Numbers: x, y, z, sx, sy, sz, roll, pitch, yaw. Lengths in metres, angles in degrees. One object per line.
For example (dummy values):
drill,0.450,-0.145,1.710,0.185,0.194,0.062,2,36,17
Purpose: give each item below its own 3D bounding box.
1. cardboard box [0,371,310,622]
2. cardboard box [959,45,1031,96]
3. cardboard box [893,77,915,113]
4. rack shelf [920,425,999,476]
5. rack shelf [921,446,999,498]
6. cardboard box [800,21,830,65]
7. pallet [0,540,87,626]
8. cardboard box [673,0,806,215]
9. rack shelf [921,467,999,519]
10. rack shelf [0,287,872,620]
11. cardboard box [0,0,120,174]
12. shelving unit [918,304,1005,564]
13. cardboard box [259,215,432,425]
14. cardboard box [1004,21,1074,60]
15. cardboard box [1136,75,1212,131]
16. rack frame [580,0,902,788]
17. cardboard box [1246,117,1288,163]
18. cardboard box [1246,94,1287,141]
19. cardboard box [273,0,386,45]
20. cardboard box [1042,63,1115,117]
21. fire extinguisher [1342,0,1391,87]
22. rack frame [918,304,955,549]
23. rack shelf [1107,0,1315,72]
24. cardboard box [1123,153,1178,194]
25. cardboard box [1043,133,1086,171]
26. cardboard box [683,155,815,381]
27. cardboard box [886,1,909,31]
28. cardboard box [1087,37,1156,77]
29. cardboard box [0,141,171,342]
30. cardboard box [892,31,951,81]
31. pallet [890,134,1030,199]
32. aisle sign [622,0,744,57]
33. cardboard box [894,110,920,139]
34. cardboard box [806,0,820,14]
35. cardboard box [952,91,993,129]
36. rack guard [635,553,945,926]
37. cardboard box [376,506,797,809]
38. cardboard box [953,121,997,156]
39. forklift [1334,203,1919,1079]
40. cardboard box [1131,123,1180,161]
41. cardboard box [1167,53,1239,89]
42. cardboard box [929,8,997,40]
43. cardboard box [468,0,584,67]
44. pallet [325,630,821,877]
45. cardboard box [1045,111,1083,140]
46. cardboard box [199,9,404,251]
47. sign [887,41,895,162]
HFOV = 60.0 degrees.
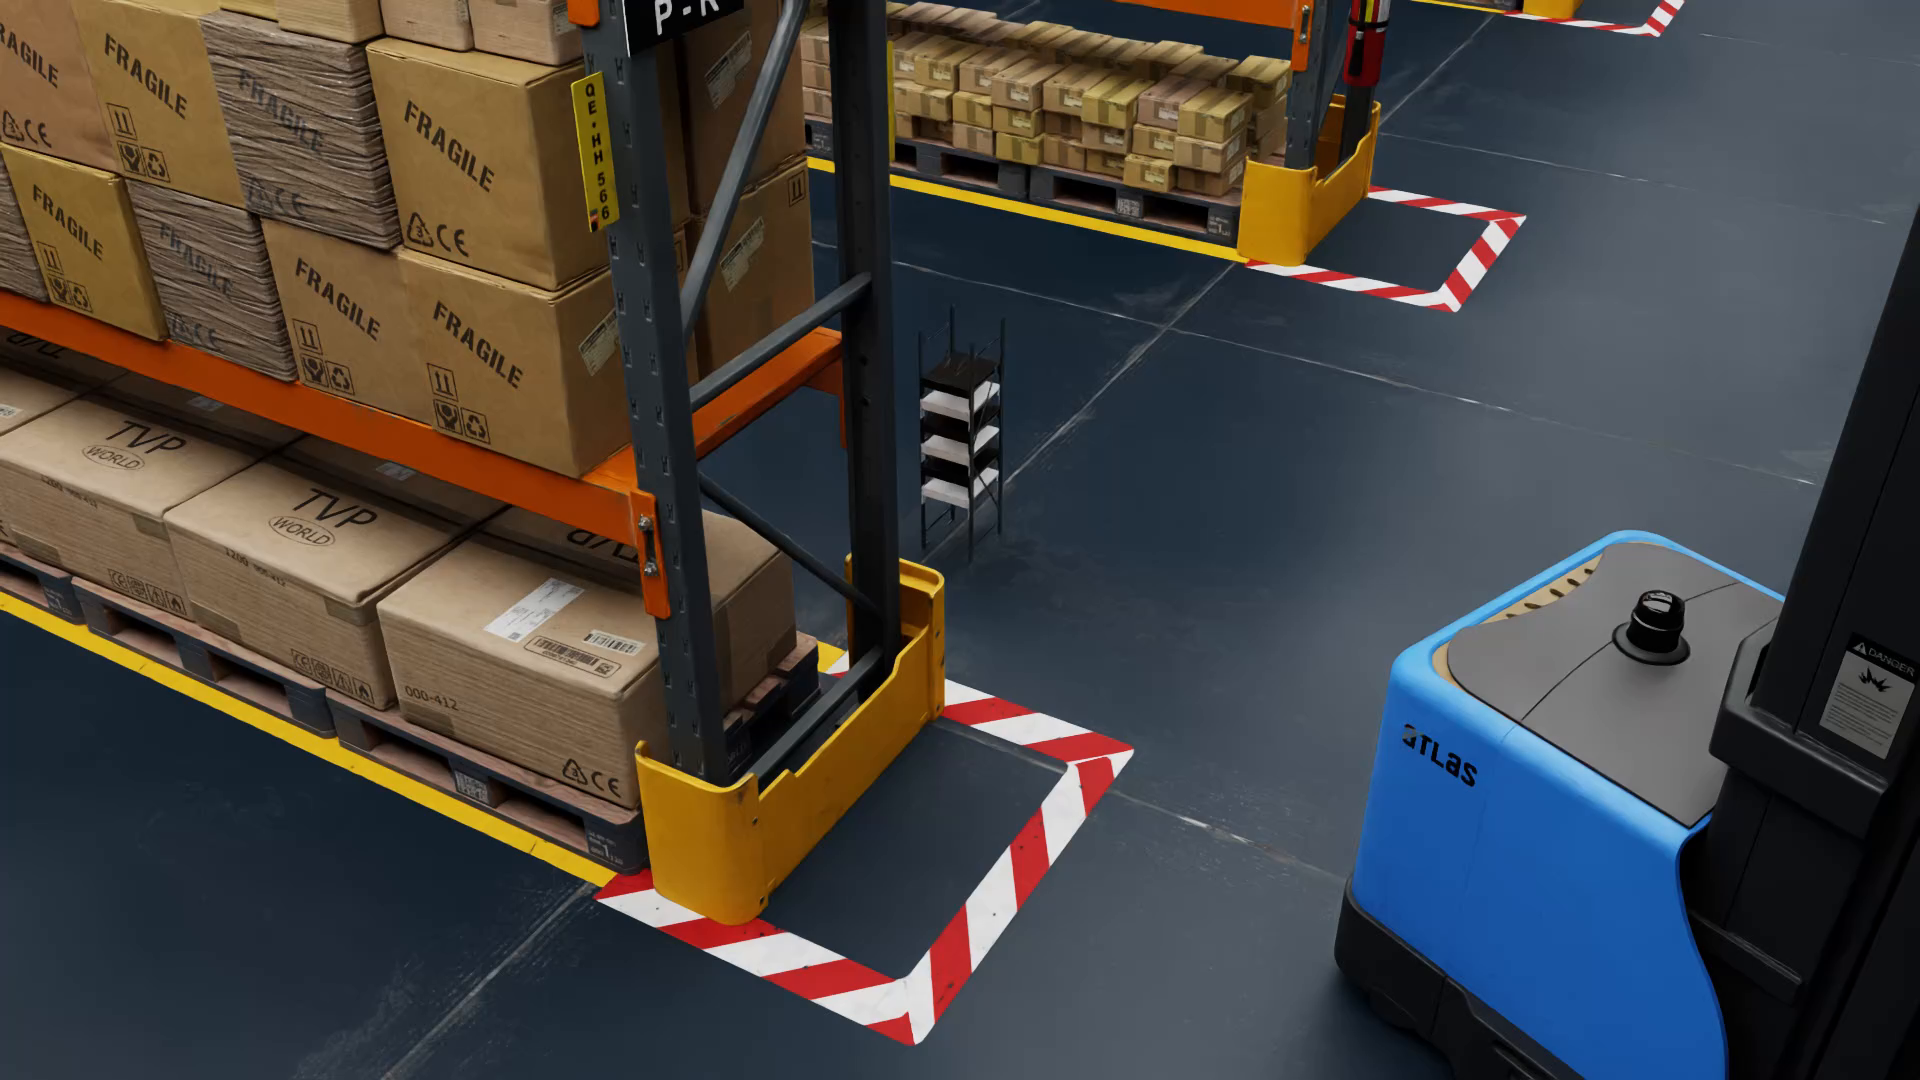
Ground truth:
cardboard box,-2.688,-0.232,5.825,0.875,0.438,0.875,16,37,23
cardboard box,0.193,-2.545,9.021,0.250,0.149,0.380,16,37,23
cardboard box,-0.292,-2.524,9.258,0.250,0.149,0.380,17,37,24
rack shelf,0.007,-0.345,6.016,0.200,0.077,0.258,18,37,24
rack shelf,0.007,-0.270,6.066,0.200,0.077,0.258,18,37,24
cardboard box,-0.702,-2.834,9.456,0.250,0.149,0.380,17,37,23
pallet,-3.336,-0.186,6.340,1.213,0.211,1.003,18,37,24
cardboard box,-0.760,-1.221,4.385,0.500,0.500,0.500,17,37,23
rack shelf,0.007,-0.195,6.115,0.200,0.077,0.258,18,37,24
rack shelf,-2.221,-0.744,5.311,4.000,0.370,1.077,18,37,24
cardboard box,-2.353,-1.376,4.618,0.500,0.500,0.500,17,37,24
shelving unit,0.007,-0.372,5.997,0.210,0.900,0.258,18,37,24
cardboard box,-1.463,-0.686,4.484,0.500,0.500,0.500,17,37,23
cardboard box,0.445,-2.799,9.404,0.250,0.149,0.380,18,38,25
cardboard box,1.109,-2.260,8.594,0.250,0.149,0.380,18,38,25
rack frame,-0.485,-0.494,4.285,0.127,3.000,1.000,18,37,24
cardboard box,1.588,-2.190,9.026,0.250,0.149,0.380,18,38,25
cardboard box,1.556,-2.283,8.897,0.250,0.149,0.380,19,38,26
cardboard box,-1.394,-1.313,3.937,0.250,0.149,0.380,17,37,24
cardboard box,0.627,-2.372,8.762,0.250,0.149,0.380,16,37,23
fire extinguisher,1.873,-2.425,7.591,0.183,0.674,0.296,18,37,24
rack frame,-0.081,-0.400,6.039,0.006,0.900,0.240,18,37,24
rack shelf,0.147,-3.154,8.930,4.000,0.370,1.077,18,37,24
cardboard box,1.050,-1.958,8.678,0.250,0.149,0.380,19,38,26
cardboard box,0.642,-2.134,8.942,0.250,0.149,0.380,18,38,25
cardboard box,-0.759,-0.806,4.663,0.500,0.500,0.500,17,37,24
cardboard box,-0.503,-3.042,9.768,0.250,0.149,0.380,19,38,26
cardboard box,0.887,-2.624,9.141,0.250,0.149,0.380,16,37,22
cardboard box,-2.369,-0.959,4.893,0.500,0.500,0.500,19,38,26
cardboard box,-0.244,-2.690,9.239,0.250,0.149,0.380,16,37,22
pallet,0.075,-2.340,9.574,1.213,0.211,1.003,18,37,24
aisle sign,-0.576,-1.407,3.311,0.004,0.787,0.394,18,37,24
cardboard box,-0.286,-2.400,9.341,0.250,0.149,0.380,17,37,23
cardboard box,-0.910,-3.216,10.029,0.250,0.149,0.380,18,38,25
cardboard box,0.162,-2.381,9.044,0.250,0.149,0.380,20,38,27
rack guard,-0.464,0.553,4.968,0.348,0.500,1.175,18,37,24
cardboard box,-1.107,0.264,5.079,0.875,0.438,0.875,16,37,23
cardboard box,0.162,-2.259,9.129,0.250,0.149,0.380,18,38,25
forklift,2.297,0.433,2.955,1.130,2.935,3.031,-23,40,-31
cardboard box,1.083,-2.121,8.654,0.250,0.149,0.380,17,37,23
cardboard box,1.298,-2.465,8.902,0.250,0.149,0.380,18,38,25
cardboard box,0.018,-2.944,9.621,0.250,0.149,0.380,16,37,23
cardboard box,-0.896,-1.224,3.804,0.250,0.149,0.380,18,38,25
pallet,-1.218,0.485,5.332,1.213,0.211,1.003,18,37,24
cardboard box,0.649,-2.289,8.906,0.250,0.149,0.380,17,37,24
cardboard box,-1.490,-1.099,4.202,0.500,0.500,0.500,18,38,25
sign,-0.204,-1.153,4.422,0.005,0.325,0.100,18,37,24
